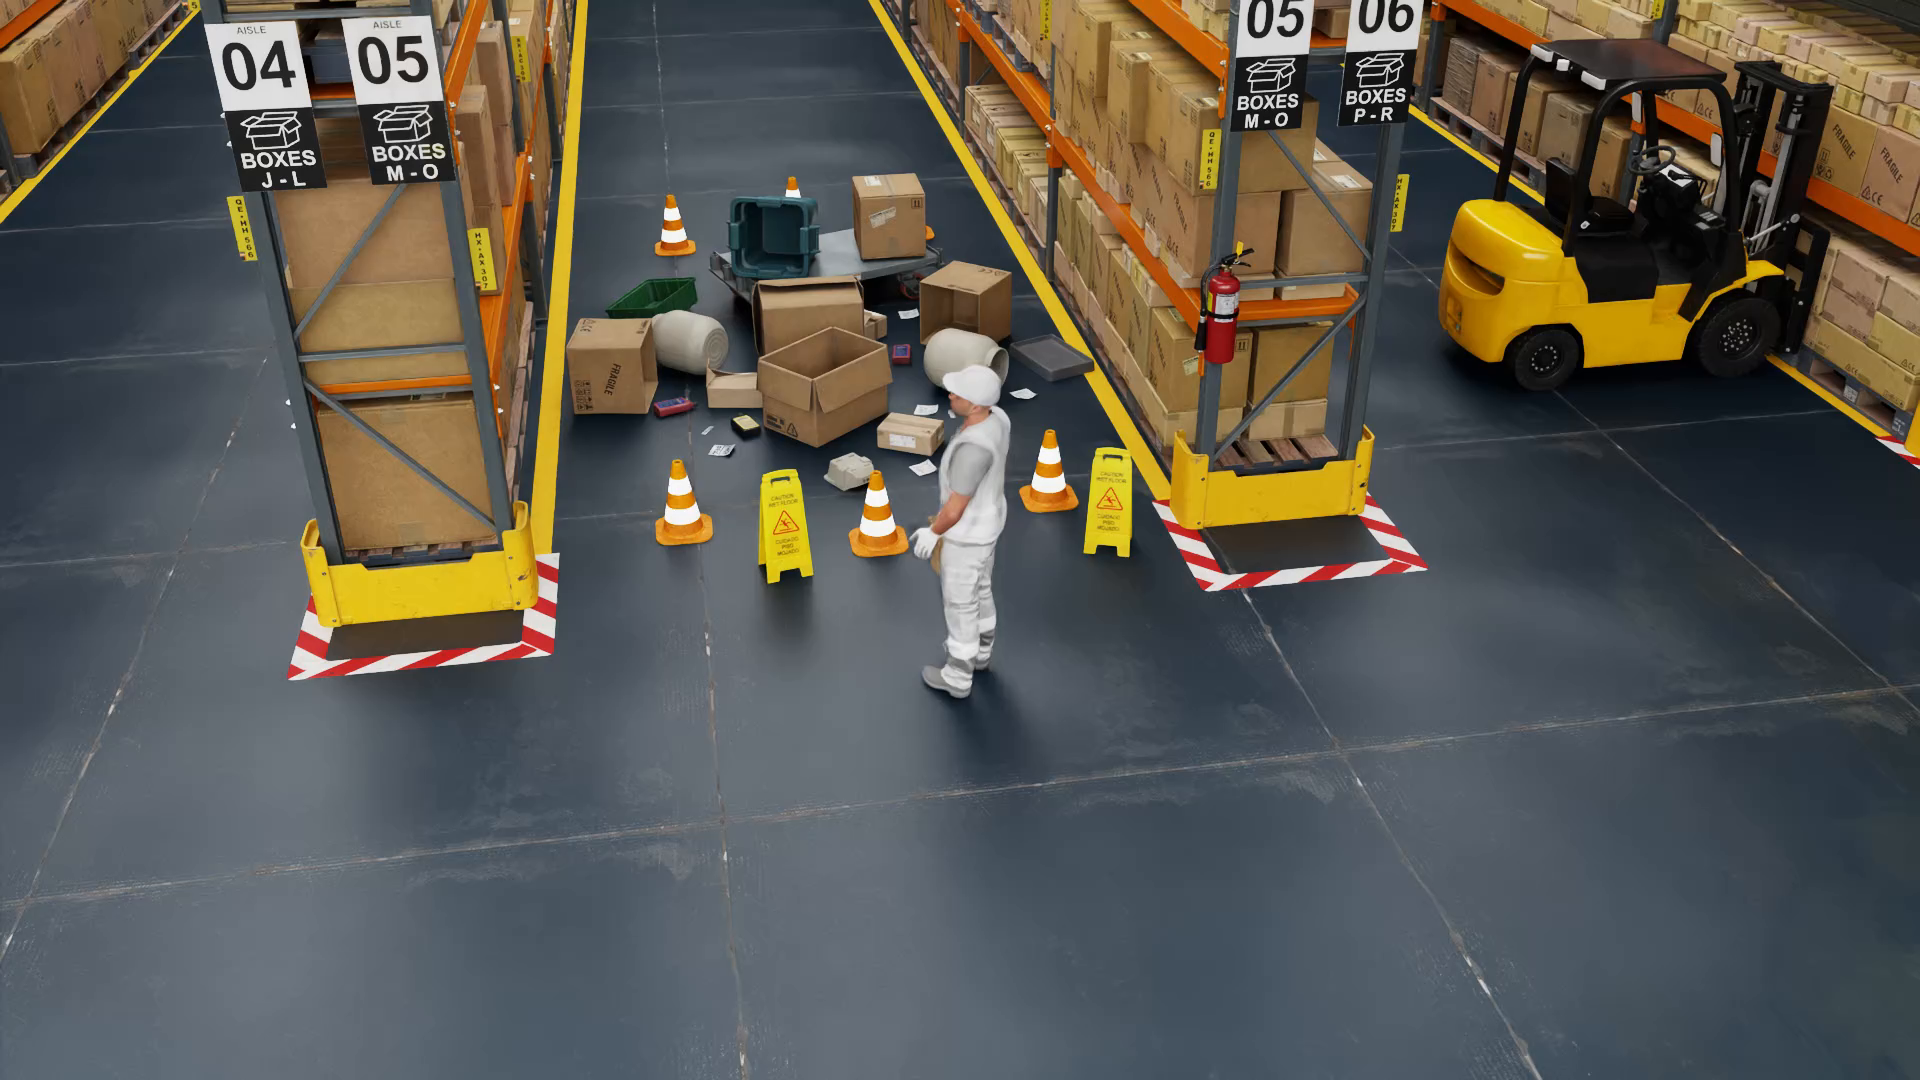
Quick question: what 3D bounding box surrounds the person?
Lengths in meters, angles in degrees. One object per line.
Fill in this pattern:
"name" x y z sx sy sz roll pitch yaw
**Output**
"person" 0.009 -0.061 8.174 0.436 1.802 0.563 8 31 13
